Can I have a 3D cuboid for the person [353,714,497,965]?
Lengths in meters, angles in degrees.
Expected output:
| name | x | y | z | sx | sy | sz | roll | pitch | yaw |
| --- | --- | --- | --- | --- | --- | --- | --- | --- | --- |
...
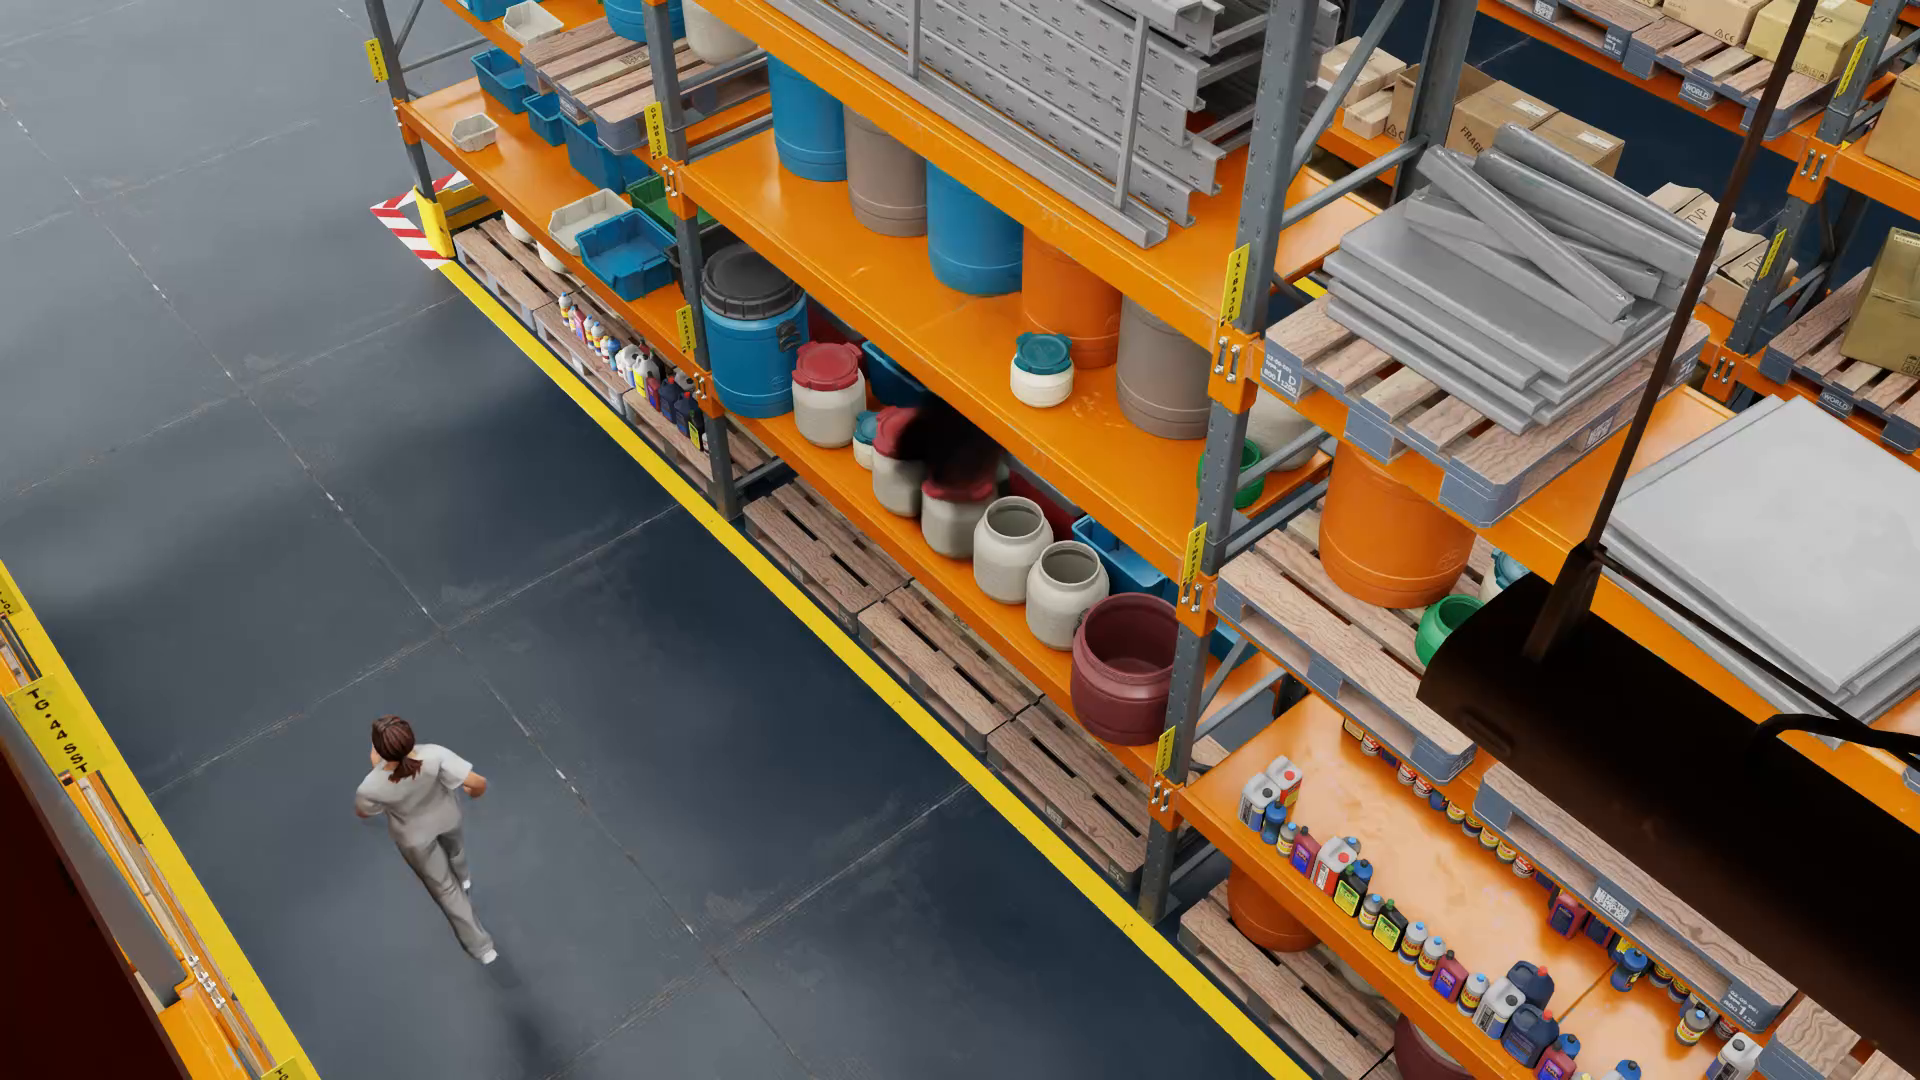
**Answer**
| name | x | y | z | sx | sy | sz | roll | pitch | yaw |
| --- | --- | --- | --- | --- | --- | --- | --- | --- | --- |
| person | -2.572 | 1.402 | 8.081 | 0.543 | 1.730 | 0.786 | -33 | 55 | -28 |
